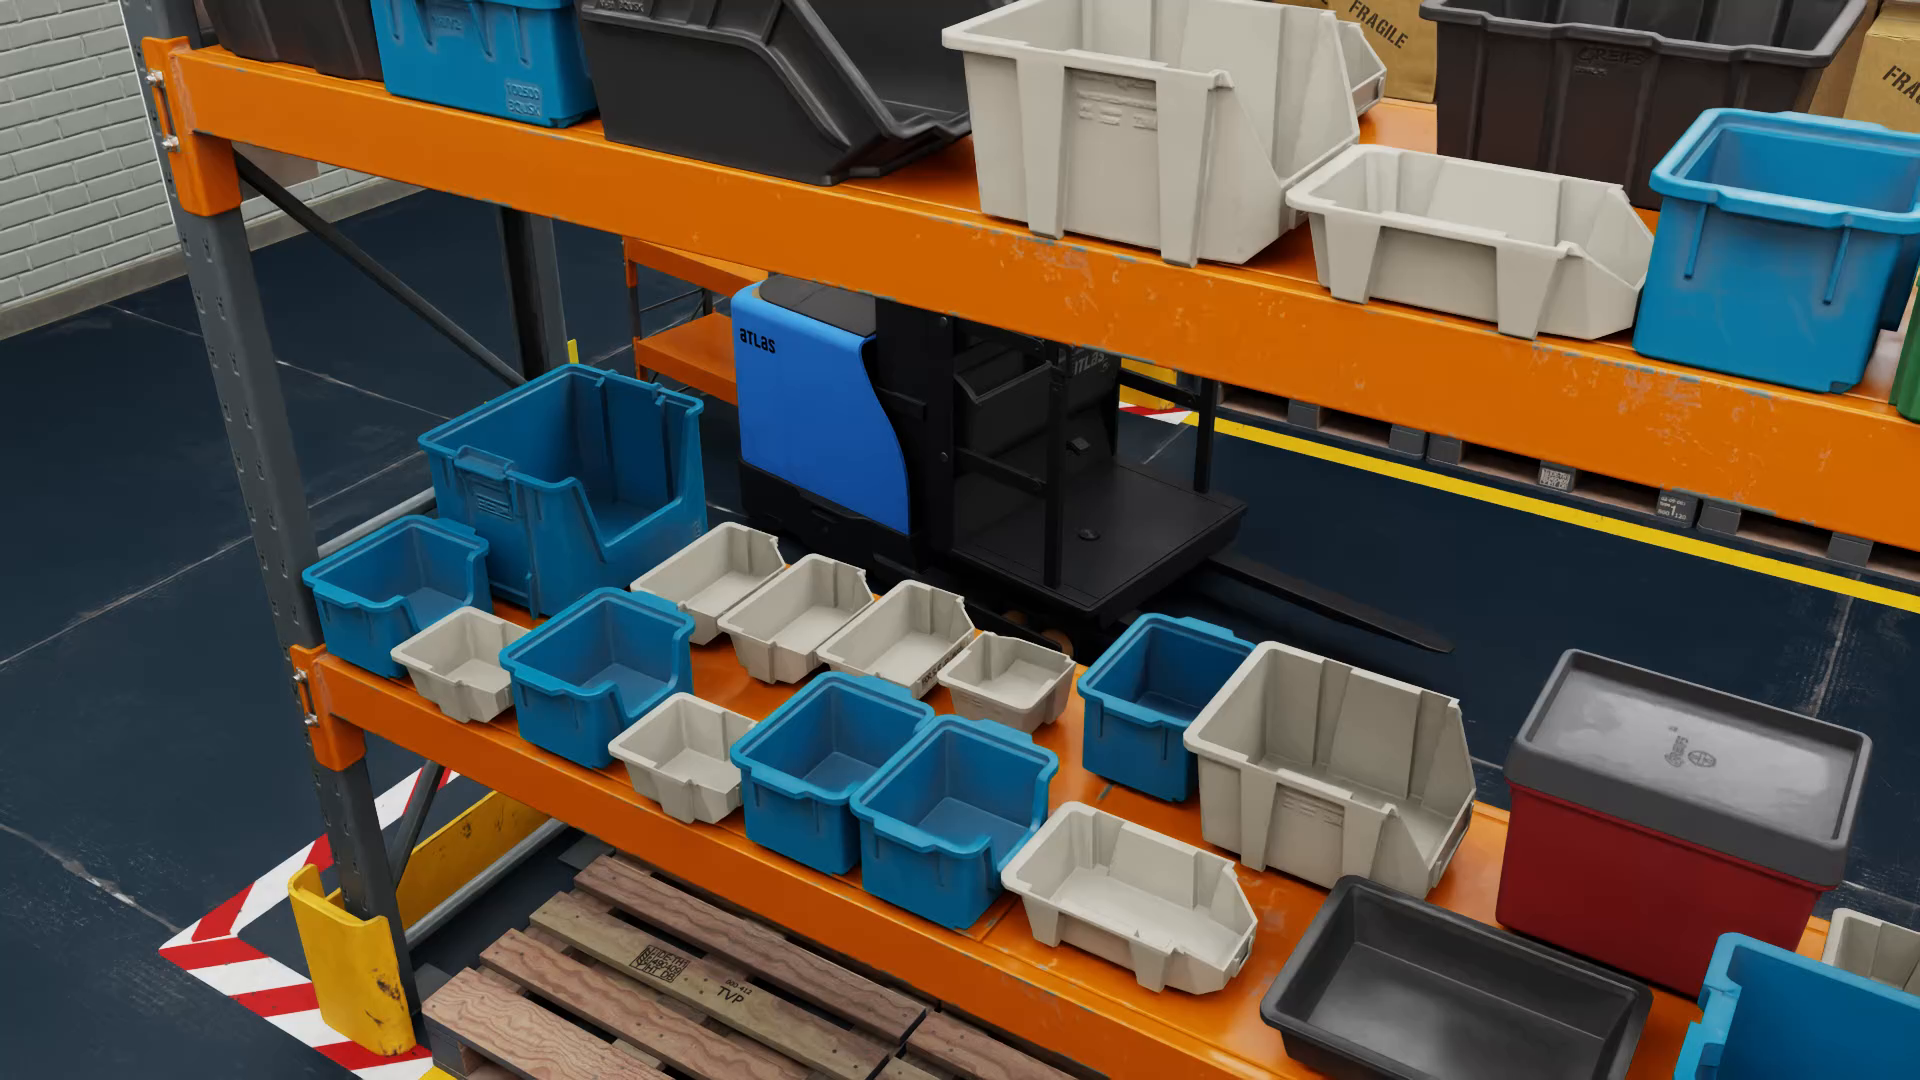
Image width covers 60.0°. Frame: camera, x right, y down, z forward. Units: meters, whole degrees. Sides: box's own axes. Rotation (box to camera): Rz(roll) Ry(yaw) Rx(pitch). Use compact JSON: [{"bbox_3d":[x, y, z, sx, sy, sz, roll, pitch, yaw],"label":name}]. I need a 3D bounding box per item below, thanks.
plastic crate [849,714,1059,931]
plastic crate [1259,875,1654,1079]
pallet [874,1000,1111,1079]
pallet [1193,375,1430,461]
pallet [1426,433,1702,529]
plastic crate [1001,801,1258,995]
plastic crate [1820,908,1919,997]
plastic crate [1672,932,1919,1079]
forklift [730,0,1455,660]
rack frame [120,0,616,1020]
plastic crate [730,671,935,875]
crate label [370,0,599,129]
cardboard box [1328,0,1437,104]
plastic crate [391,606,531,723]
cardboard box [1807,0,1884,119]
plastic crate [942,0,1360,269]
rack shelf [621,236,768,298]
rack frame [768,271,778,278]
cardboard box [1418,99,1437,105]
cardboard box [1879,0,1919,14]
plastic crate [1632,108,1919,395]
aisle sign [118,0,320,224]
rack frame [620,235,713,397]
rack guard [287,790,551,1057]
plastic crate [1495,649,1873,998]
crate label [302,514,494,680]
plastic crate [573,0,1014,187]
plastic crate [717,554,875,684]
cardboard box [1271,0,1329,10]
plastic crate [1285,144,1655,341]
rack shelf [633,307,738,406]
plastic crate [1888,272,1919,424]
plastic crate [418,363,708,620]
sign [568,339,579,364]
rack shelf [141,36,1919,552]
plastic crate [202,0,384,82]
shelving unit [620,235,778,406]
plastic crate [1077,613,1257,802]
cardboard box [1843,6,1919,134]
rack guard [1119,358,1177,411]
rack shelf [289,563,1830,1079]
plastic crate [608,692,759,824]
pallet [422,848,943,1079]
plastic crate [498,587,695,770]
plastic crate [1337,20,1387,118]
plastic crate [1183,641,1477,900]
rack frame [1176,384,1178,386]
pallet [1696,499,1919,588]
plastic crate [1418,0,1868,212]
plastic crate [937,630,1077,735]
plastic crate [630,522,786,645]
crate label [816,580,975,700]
[{"bbox_3d":[-0.008,0.580,3.386,0.300,0.233,0.416,18,35,27],"label":"plastic crate"},{"bbox_3d":[0.886,0.873,2.991,0.590,0.125,0.437,18,35,27],"label":"plastic crate"},{"bbox_3d":[0.295,1.663,4.191,1.213,0.211,1.003,18,35,27],"label":"pallet"},{"bbox_3d":[1.940,-0.835,8.472,1.213,0.211,1.003,18,35,27],"label":"pallet"},{"bbox_3d":[2.970,-0.508,7.911,1.213,0.211,1.003,18,35,27],"label":"pallet"},{"bbox_3d":[0.342,0.715,3.250,0.466,0.136,0.293,18,35,27],"label":"plastic crate"},{"bbox_3d":[1.658,0.867,2.989,0.243,0.136,0.396,18,35,27],"label":"plastic crate"},{"bbox_3d":[1.400,0.966,2.573,0.575,0.384,0.392,18,35,27],"label":"plastic crate"},{"bbox_3d":[0.471,-1.058,6.154,3.031,2.935,1.130,24,38,35],"label":"forklift"},{"bbox_3d":[-1.412,-0.107,4.456,0.127,3.000,1.000,18,35,27],"label":"rack frame"},{"bbox_3d":[-0.262,0.499,3.524,0.300,0.233,0.416,18,35,27],"label":"plastic crate"},{"bbox_3d":[-0.802,-0.953,3.078,0.502,0.251,0.408,18,35,27],"label":"crate label"},{"bbox_3d":[1.908,-2.230,7.206,0.500,0.500,0.500,17,34,26],"label":"cardboard box"},{"bbox_3d":[-1.150,0.309,3.945,0.298,0.136,0.250,18,35,27],"label":"plastic crate"},{"bbox_3d":[3.484,-2.047,6.891,0.500,0.500,0.500,16,34,26],"label":"cardboard box"},{"bbox_3d":[0.302,-0.626,2.487,0.530,0.282,0.437,18,35,27],"label":"plastic crate"},{"bbox_3d":[-1.033,-1.252,7.698,1.000,0.278,0.538,24,38,35],"label":"rack shelf"},{"bbox_3d":[-0.652,-0.829,7.555,0.032,1.125,0.500,24,38,35],"label":"rack frame"},{"bbox_3d":[1.928,-1.904,7.391,0.500,0.250,0.500,17,34,27],"label":"cardboard box"},{"bbox_3d":[3.927,-1.909,6.655,0.500,0.500,0.500,18,35,27],"label":"cardboard box"},{"bbox_3d":[1.036,-0.366,2.090,0.300,0.233,0.416,18,35,27],"label":"plastic crate"},{"bbox_3d":[-1.630,-1.122,3.617,0.004,0.787,0.394,18,35,27],"label":"aisle sign"},{"bbox_3d":[-1.415,-1.168,8.136,0.032,1.125,0.500,24,38,35],"label":"rack frame"},{"bbox_3d":[-1.439,0.972,5.088,0.348,0.500,1.175,18,35,27],"label":"rack guard"},{"bbox_3d":[1.353,0.565,3.182,0.583,0.464,0.402,18,35,27],"label":"plastic crate"},{"bbox_3d":[-1.377,0.146,4.129,0.303,0.233,0.416,18,35,27],"label":"crate label"},{"bbox_3d":[-0.264,-0.849,2.813,0.767,0.338,0.504,18,35,27],"label":"plastic crate"},{"bbox_3d":[-0.387,0.206,4.122,0.243,0.136,0.396,18,35,27],"label":"plastic crate"},{"bbox_3d":[1.774,-2.590,7.822,0.500,0.500,0.500,18,35,28],"label":"cardboard box"},{"bbox_3d":[0.697,-0.395,2.235,0.466,0.136,0.293,18,35,27],"label":"plastic crate"},{"bbox_3d":[-1.033,-0.788,7.969,1.000,0.278,0.538,24,38,35],"label":"rack shelf"},{"bbox_3d":[1.457,-0.224,1.890,0.662,0.188,0.450,18,35,27],"label":"plastic crate"},{"bbox_3d":[-1.029,-0.138,4.415,0.499,0.435,0.616,18,35,27],"label":"plastic crate"},{"bbox_3d":[-1.133,-0.416,4.825,0.005,0.325,0.100,18,35,27],"label":"sign"},{"bbox_3d":[0.282,-0.556,2.963,4.000,0.370,1.077,18,35,27],"label":"rack shelf"},{"bbox_3d":[-1.234,-1.124,3.352,0.590,0.269,0.497,18,35,27],"label":"plastic crate"},{"bbox_3d":[-1.033,-0.999,7.846,1.048,1.125,0.538,24,38,35],"label":"shelving unit"},{"bbox_3d":[0.464,0.380,3.728,0.300,0.233,0.416,18,35,27],"label":"plastic crate"},{"bbox_3d":[3.656,-1.682,6.265,0.500,0.500,0.500,18,35,28],"label":"cardboard box"},{"bbox_3d":[1.201,-1.147,8.720,0.348,0.500,1.175,18,35,27],"label":"rack guard"},{"bbox_3d":[0.282,0.740,3.719,4.000,0.370,1.077,18,35,27],"label":"rack shelf"},{"bbox_3d":[-0.575,0.491,3.634,0.298,0.136,0.250,18,35,27],"label":"plastic crate"},{"bbox_3d":[-0.734,1.335,4.752,1.213,0.211,1.003,18,35,27],"label":"pallet"},{"bbox_3d":[-0.820,0.323,3.827,0.300,0.233,0.416,18,35,27],"label":"plastic crate"},{"bbox_3d":[0.471,-0.841,2.999,0.530,0.136,0.437,18,35,27],"label":"plastic crate"},{"bbox_3d":[0.781,0.502,3.470,0.530,0.282,0.437,18,35,27],"label":"plastic crate"},{"bbox_3d":[1.222,-2.221,8.080,0.127,3.000,1.000,18,35,27],"label":"rack frame"},{"bbox_3d":[4.007,-0.182,7.352,1.213,0.211,1.003,18,35,27],"label":"pallet"},{"bbox_3d":[1.070,-0.724,2.667,0.590,0.269,0.497,18,35,27],"label":"plastic crate"},{"bbox_3d":[0.123,0.342,3.889,0.250,0.136,0.298,18,35,27],"label":"plastic crate"},{"bbox_3d":[-0.625,0.123,4.265,0.243,0.136,0.396,18,35,27],"label":"plastic crate"},{"bbox_3d":[-0.138,0.271,4.012,0.243,0.136,0.396,18,35,27],"label":"crate label"}]
